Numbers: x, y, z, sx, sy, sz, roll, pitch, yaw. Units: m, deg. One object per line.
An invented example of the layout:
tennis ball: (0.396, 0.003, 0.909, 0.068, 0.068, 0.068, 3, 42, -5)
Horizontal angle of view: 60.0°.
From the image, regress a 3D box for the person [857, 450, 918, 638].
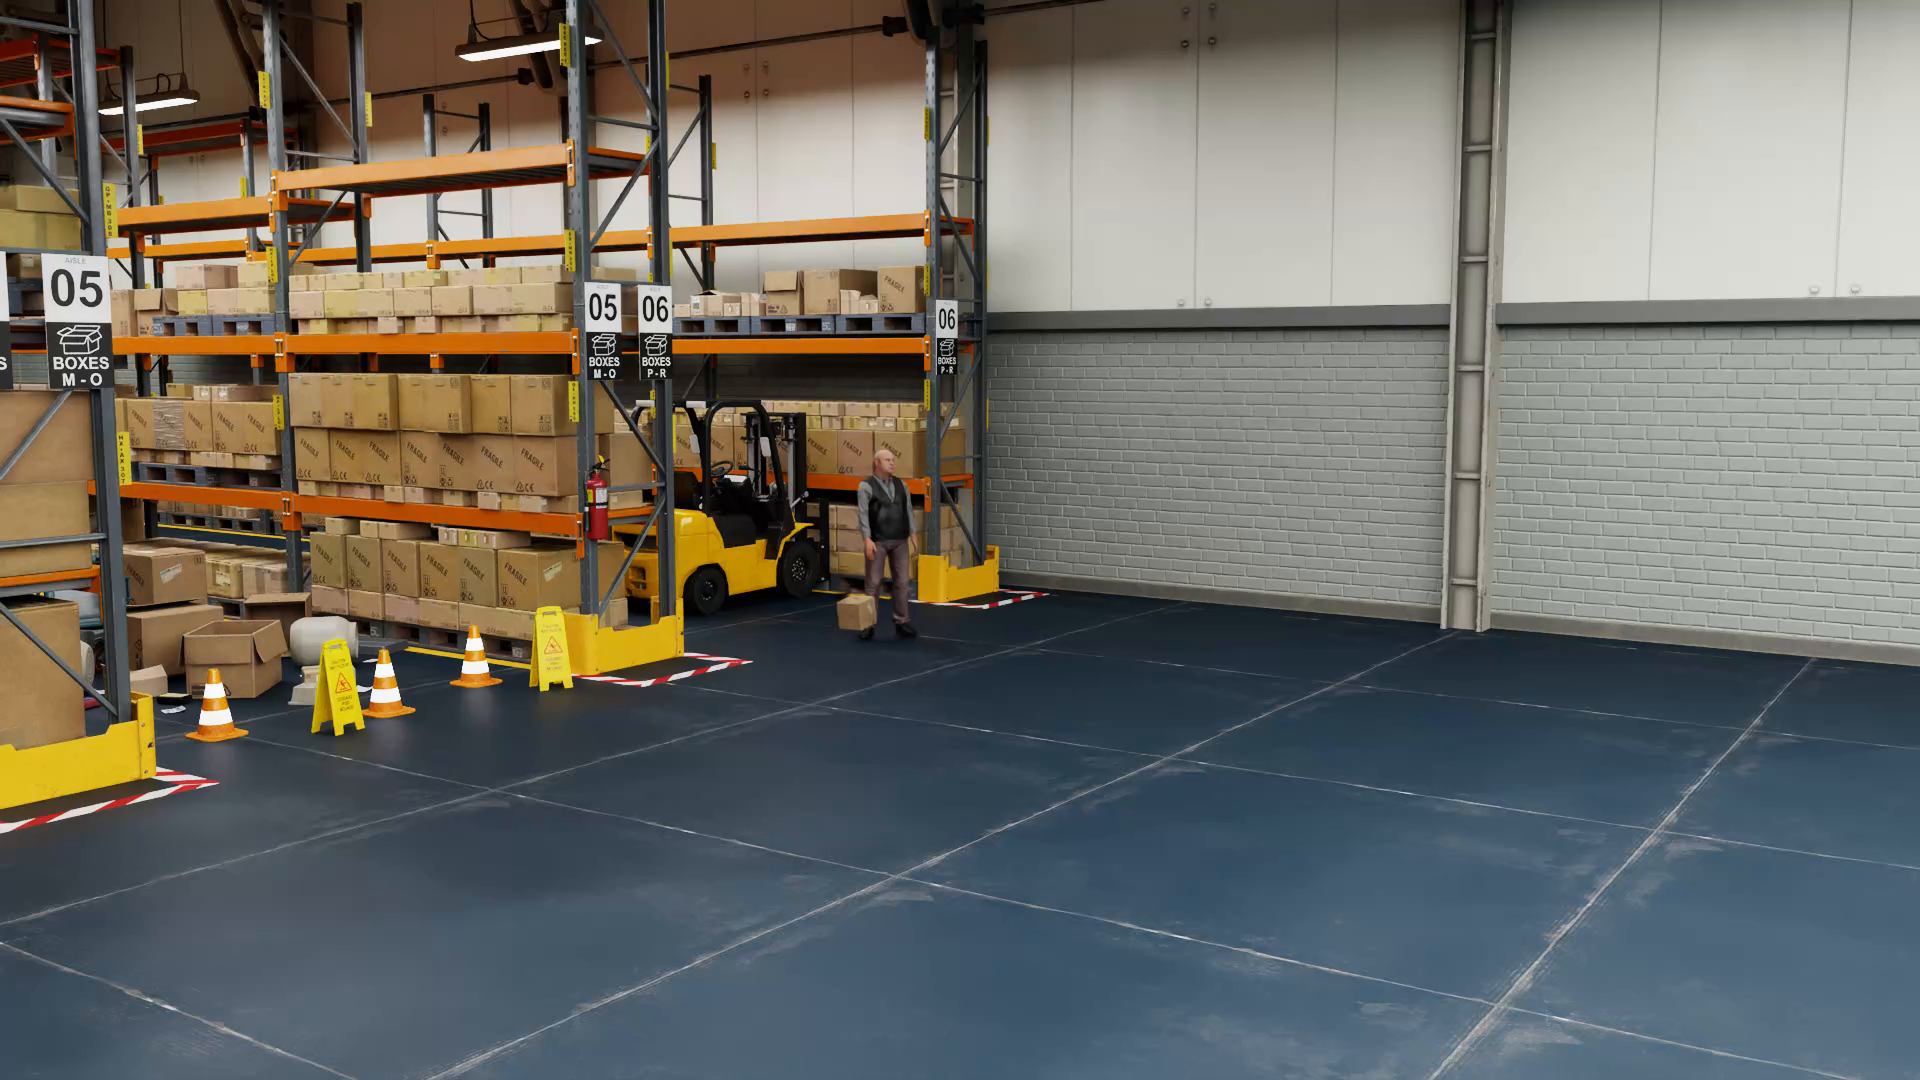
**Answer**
person: (-0.682, 0.031, 15.371, 0.607, 1.728, 0.383, -3, 7, -27)
